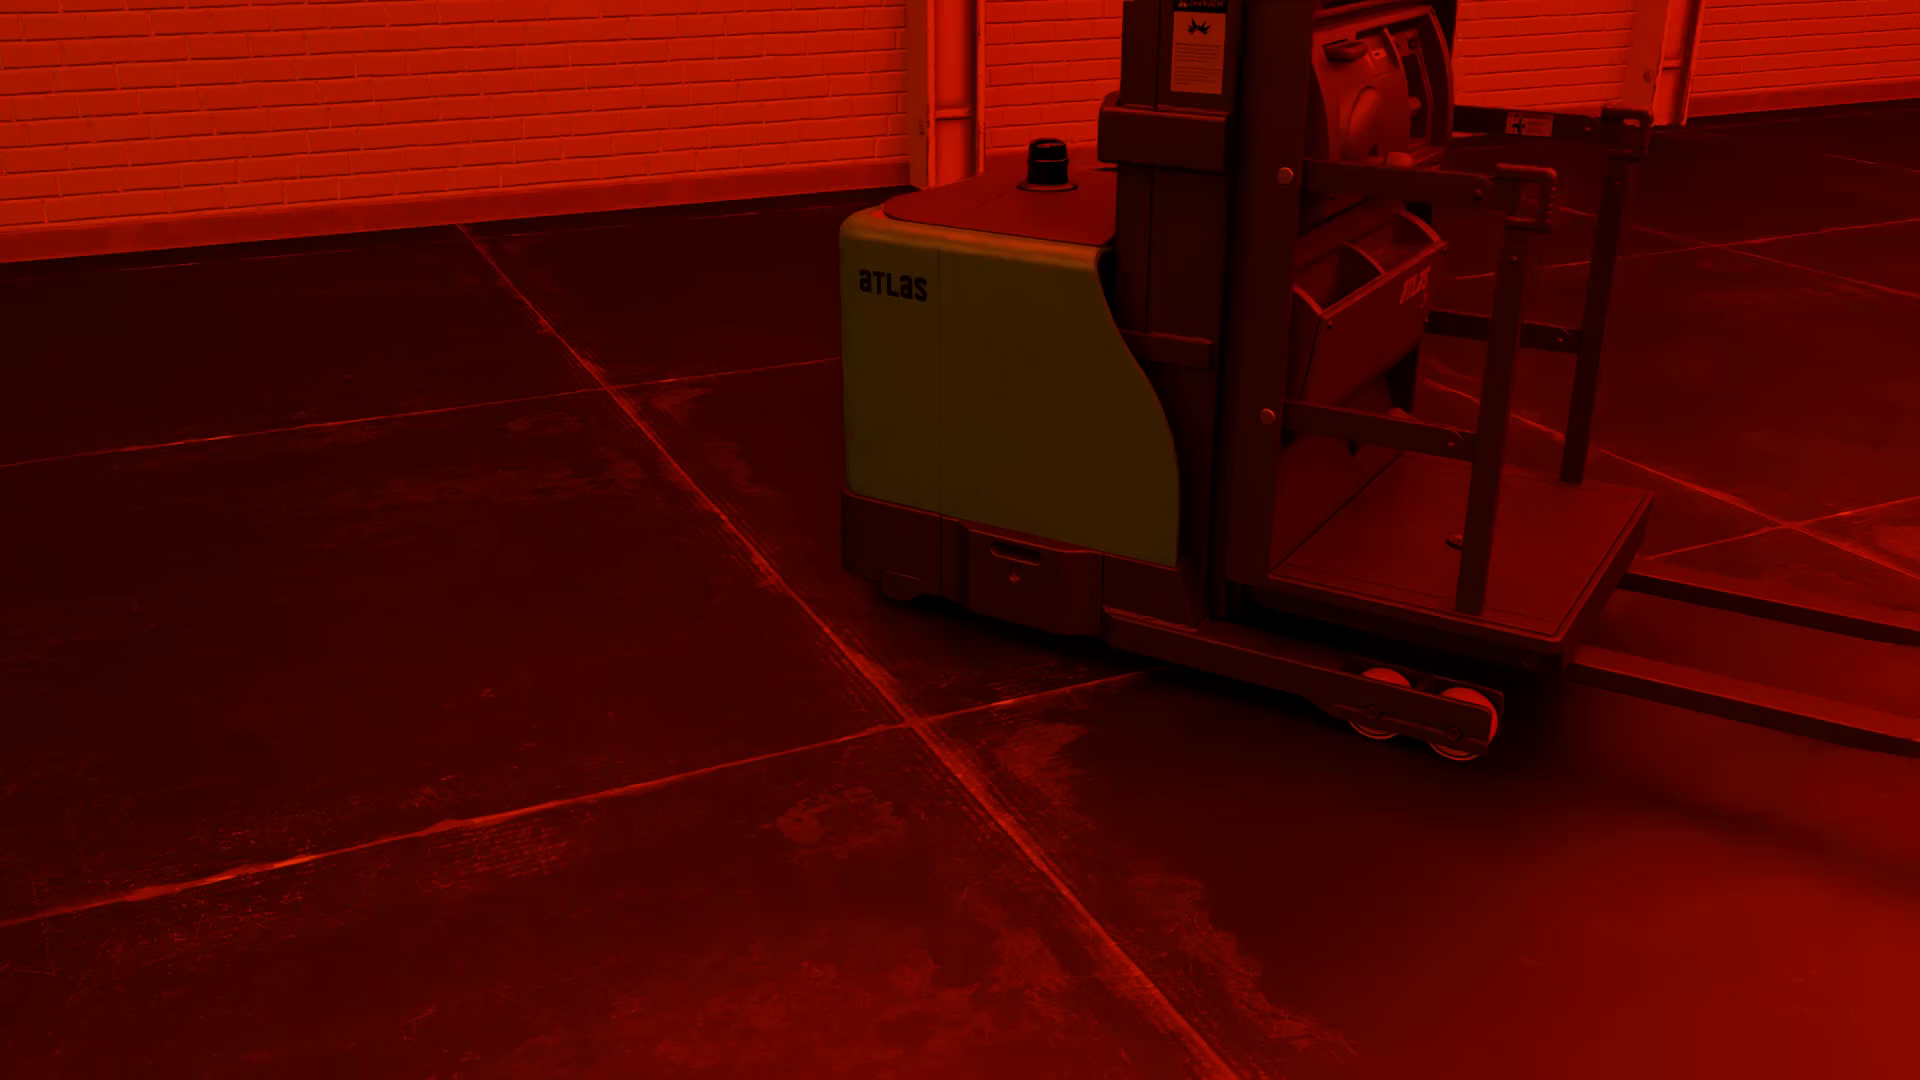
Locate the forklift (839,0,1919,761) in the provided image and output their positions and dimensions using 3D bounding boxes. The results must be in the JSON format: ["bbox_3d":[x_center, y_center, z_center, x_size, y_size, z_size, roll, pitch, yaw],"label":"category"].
[{"bbox_3d":[1.189,-1.072,3.868,3.031,2.935,1.130,13,26,29],"label":"forklift"}]
